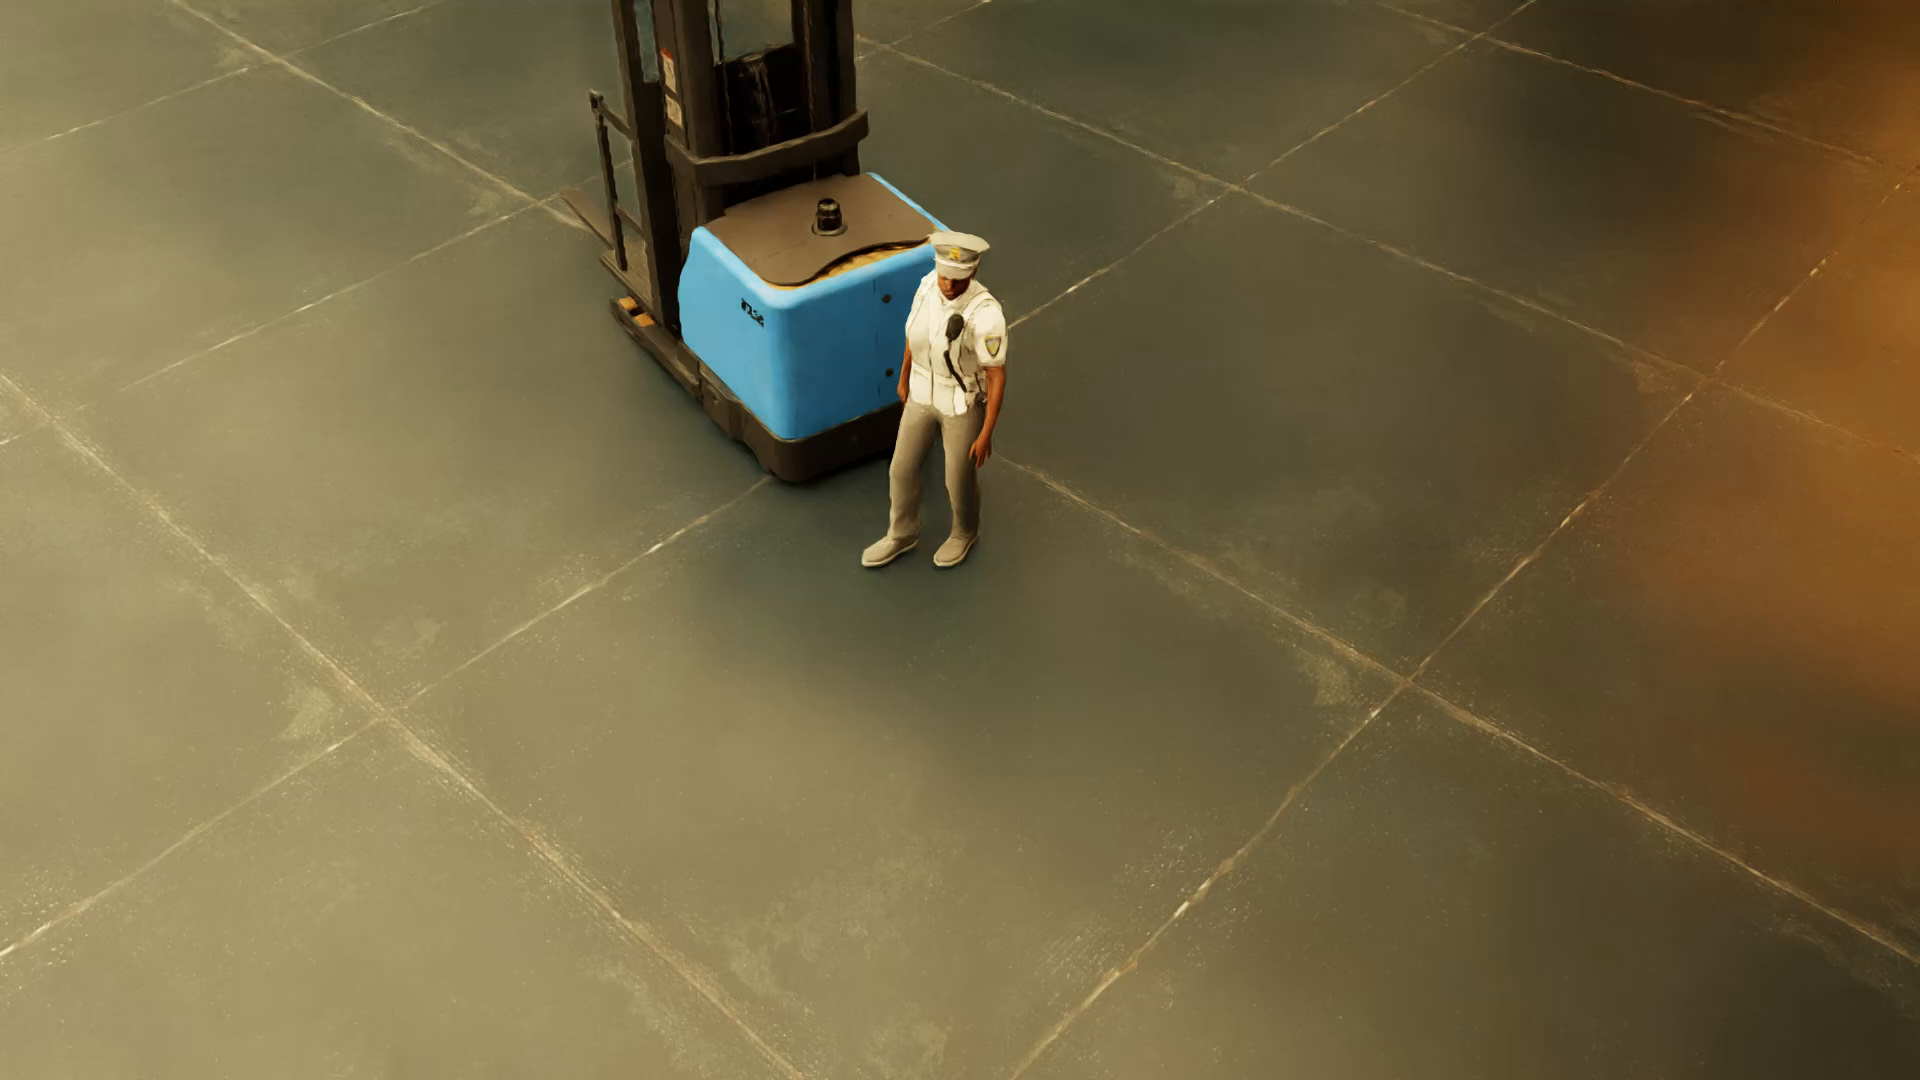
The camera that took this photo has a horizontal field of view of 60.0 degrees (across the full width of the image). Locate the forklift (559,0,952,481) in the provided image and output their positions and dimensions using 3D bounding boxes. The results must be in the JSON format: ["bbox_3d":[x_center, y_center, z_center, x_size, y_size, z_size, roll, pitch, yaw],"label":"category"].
[{"bbox_3d":[-1.227,-2.315,8.127,1.130,2.935,3.031,-24,46,-25],"label":"forklift"}]

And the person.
[{"bbox_3d":[-0.090,-0.540,7.031,0.591,1.667,0.515,27,47,28],"label":"person"}]
